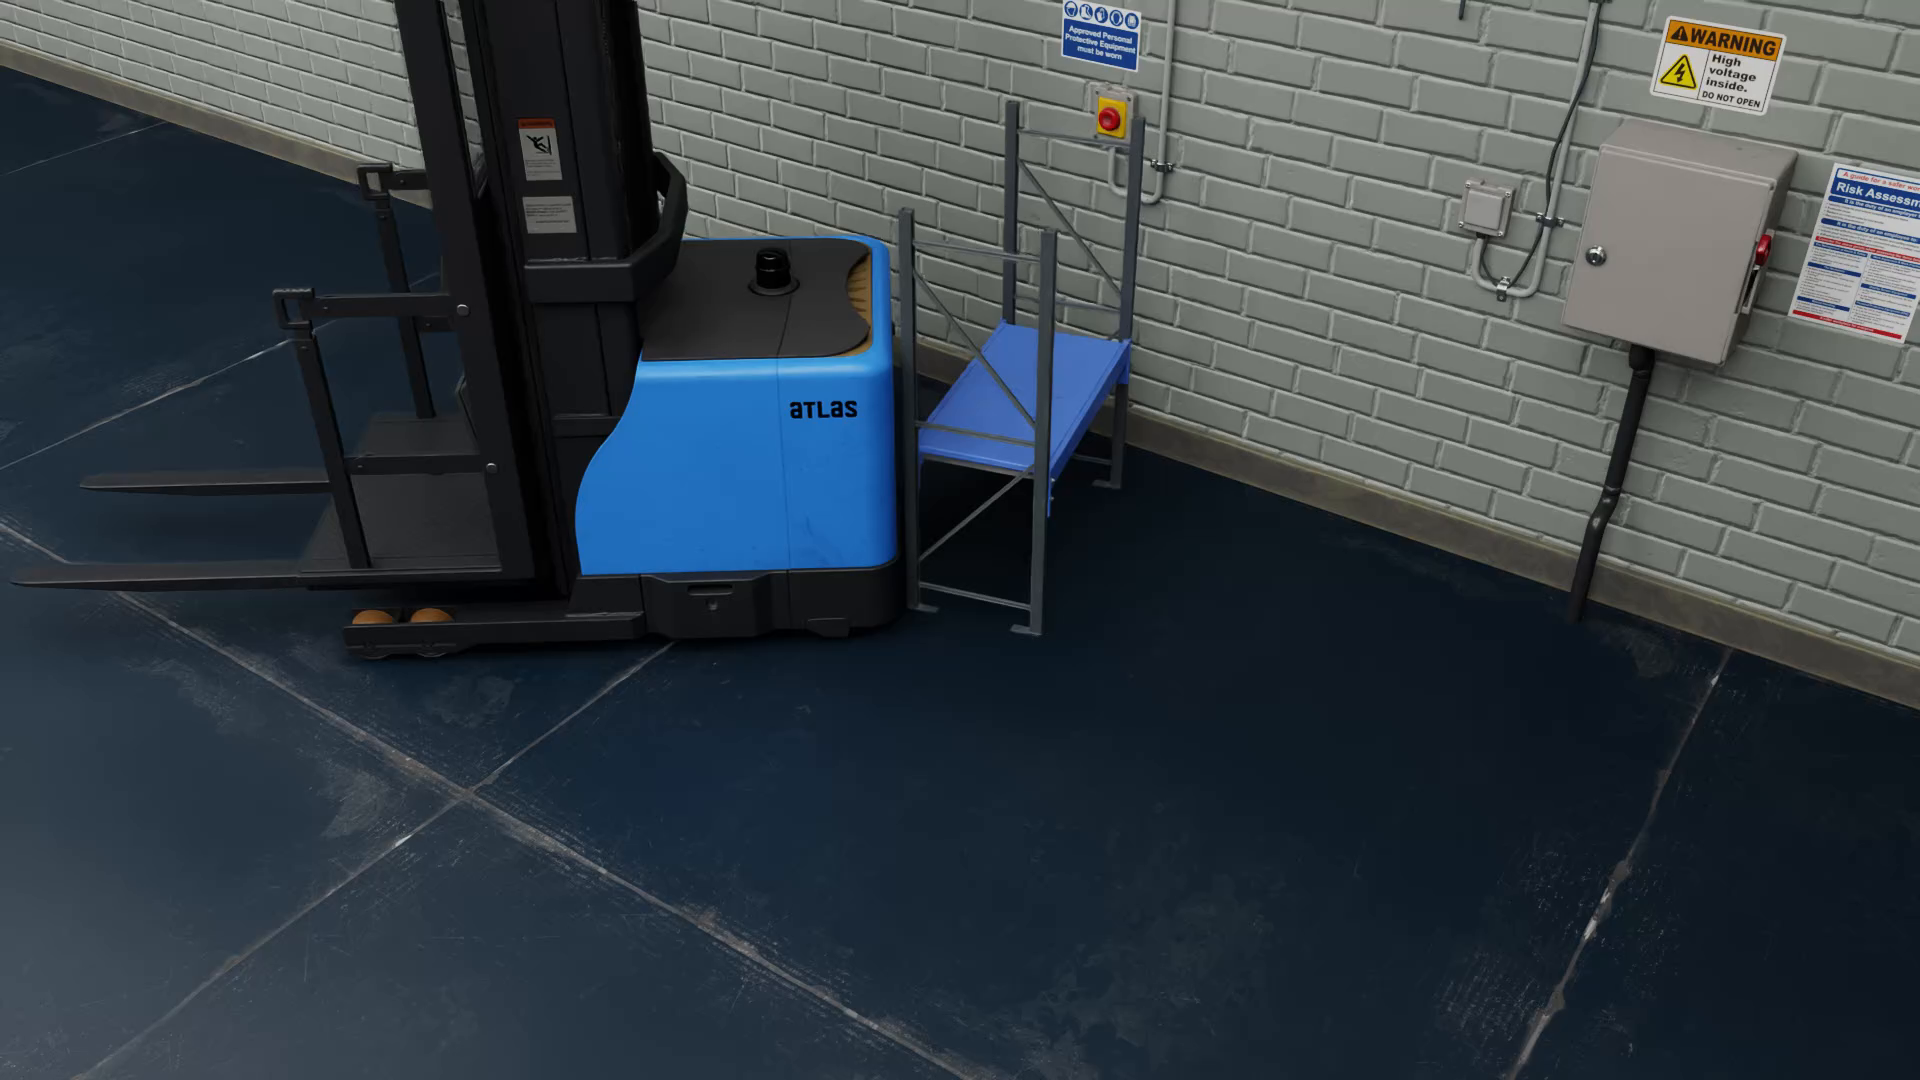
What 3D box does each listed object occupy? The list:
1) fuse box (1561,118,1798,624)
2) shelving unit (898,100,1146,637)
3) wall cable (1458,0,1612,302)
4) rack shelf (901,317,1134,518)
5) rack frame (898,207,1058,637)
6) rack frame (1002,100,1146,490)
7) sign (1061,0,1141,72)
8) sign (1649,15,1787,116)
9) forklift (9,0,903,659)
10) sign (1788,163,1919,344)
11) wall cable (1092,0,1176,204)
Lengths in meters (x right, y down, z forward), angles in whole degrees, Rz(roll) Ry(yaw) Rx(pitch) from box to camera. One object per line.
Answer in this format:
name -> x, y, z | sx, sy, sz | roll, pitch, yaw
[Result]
fuse box -> 2.158, -0.411, 5.330 | 0.539, 1.711, 0.414 | 21, 39, 28
shelving unit -> 0.225, -0.608, 5.811 | 0.538, 1.500, 1.048 | 12, 36, 17
wall cable -> 1.687, -1.656, 5.114 | 0.588, 1.984, 0.122 | 21, 39, 28
rack shelf -> 0.225, -0.459, 5.912 | 0.538, 0.185, 1.000 | 12, 36, 17
rack frame -> 0.051, -0.341, 5.415 | 0.500, 1.500, 0.032 | 12, 36, 17
rack frame -> 0.400, -0.876, 6.206 | 0.500, 1.500, 0.032 | 12, 36, 17
sign -> 0.510, -1.838, 6.049 | 0.327, 0.218, 0.001 | 21, 39, 28
sign -> 2.230, -1.399, 4.904 | 0.339, 0.242, 0.001 | 21, 39, 28
forklift -> -1.733, -1.114, 5.281 | 3.031, 2.935, 1.130 | -2, 34, -2
sign -> 2.681, -0.842, 4.903 | 0.329, 0.494, 0.001 | 21, 39, 28
wall cable -> 0.515, -2.116, 5.767 | 0.585, 1.953, 0.123 | 21, 39, 28
